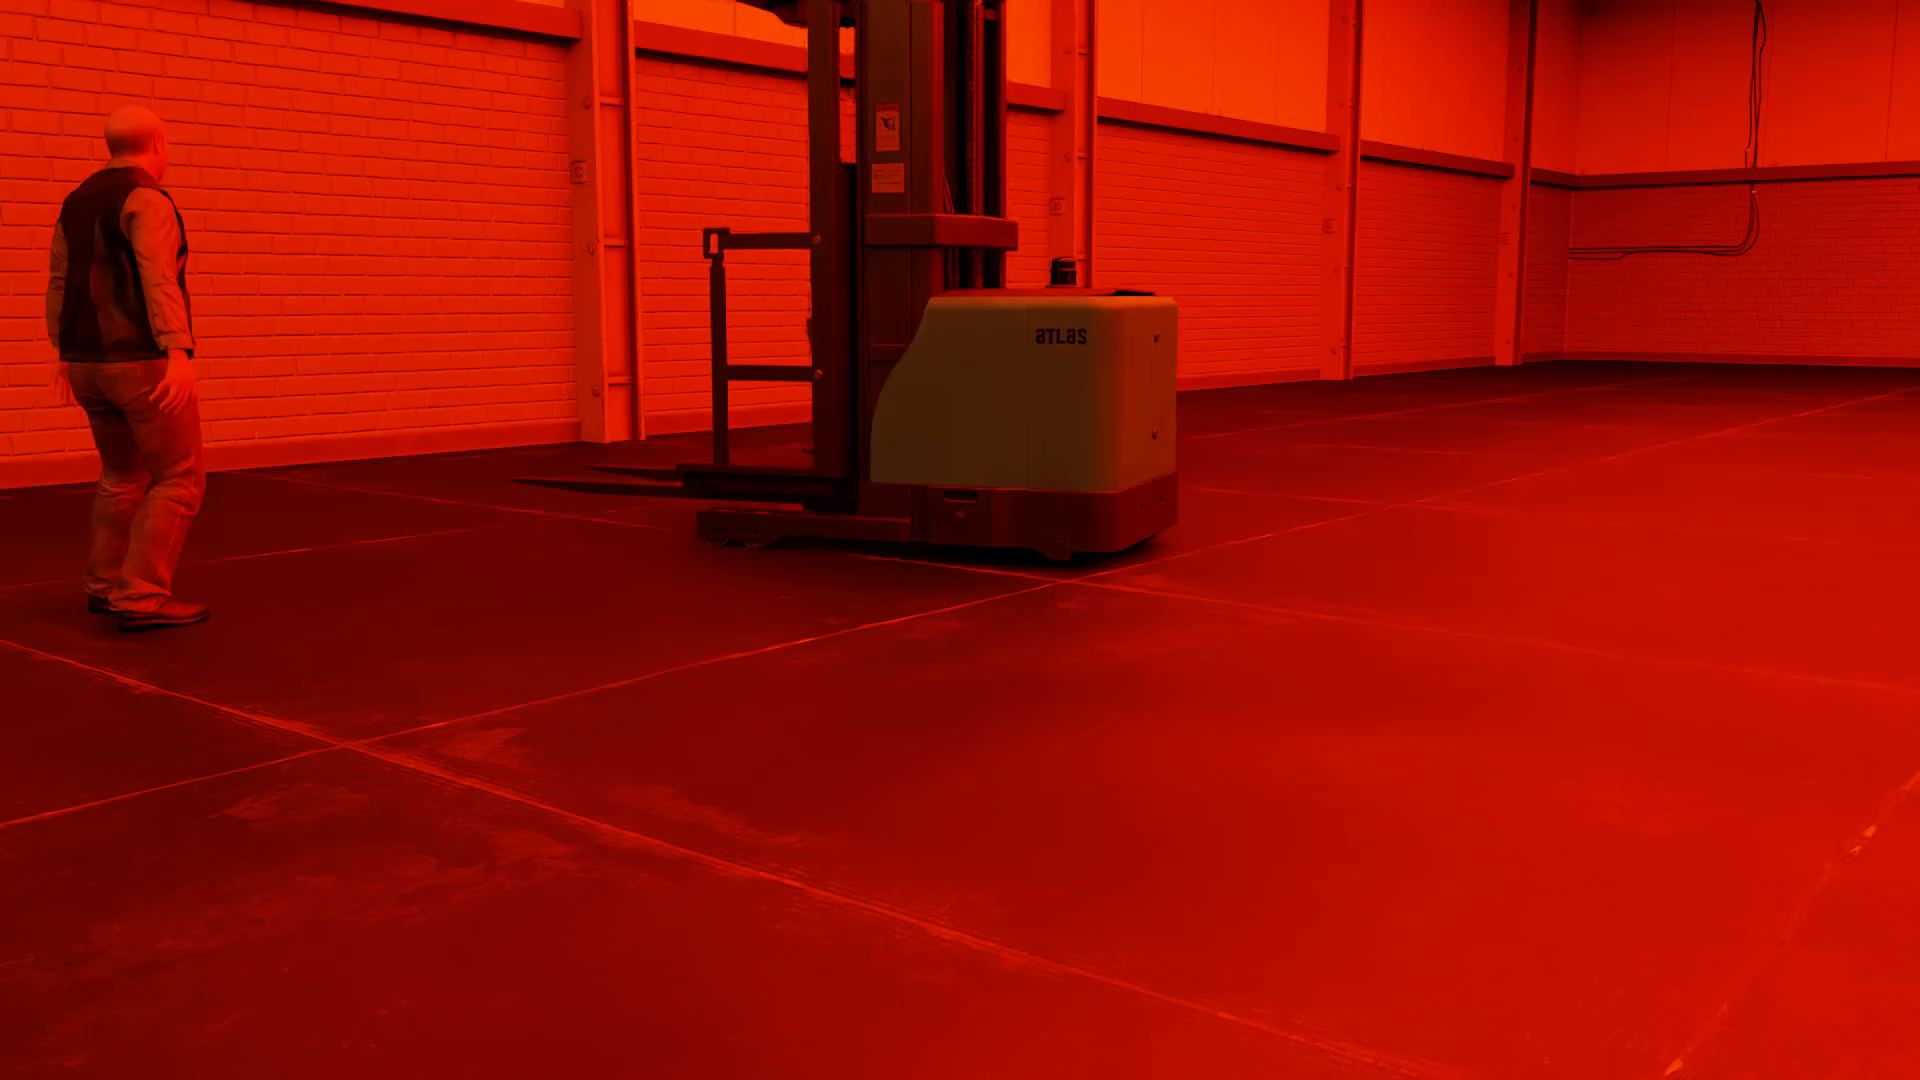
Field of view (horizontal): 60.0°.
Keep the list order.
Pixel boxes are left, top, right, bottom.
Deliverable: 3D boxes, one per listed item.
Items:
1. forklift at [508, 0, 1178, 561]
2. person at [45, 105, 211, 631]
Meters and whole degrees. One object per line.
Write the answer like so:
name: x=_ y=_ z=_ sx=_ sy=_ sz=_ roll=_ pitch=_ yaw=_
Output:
forklift: x=-0.599 y=-1.477 z=7.378 sx=3.031 sy=2.935 sz=1.130 roll=3 pitch=9 yaw=22
person: x=-2.736 y=-0.569 z=5.473 sx=0.840 sy=1.693 sz=0.386 roll=5 pitch=10 yaw=32
